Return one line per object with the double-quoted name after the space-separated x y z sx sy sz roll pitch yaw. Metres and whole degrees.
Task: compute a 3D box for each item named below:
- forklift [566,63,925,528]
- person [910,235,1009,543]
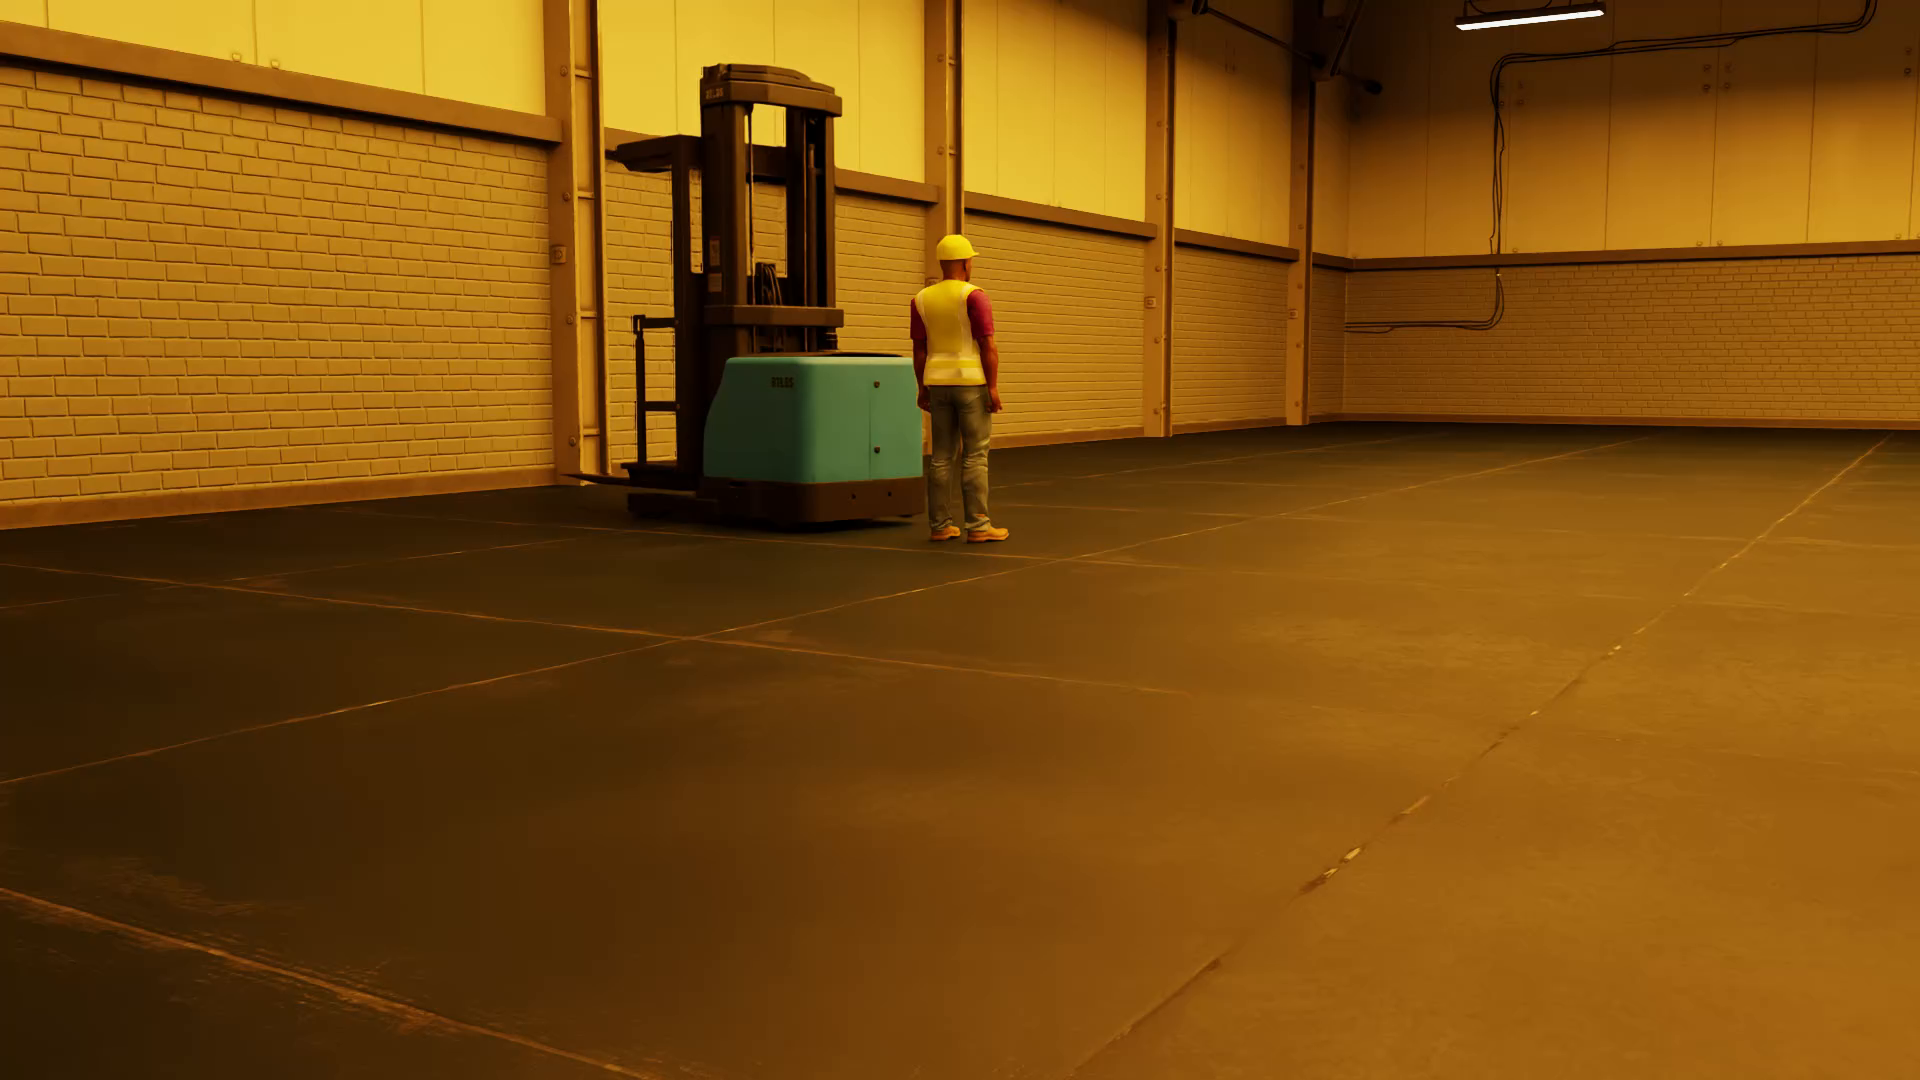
-1.618 -1.634 11.330 1.130 2.935 3.031 -6 8 -44 "forklift"
-0.003 -0.878 9.683 0.556 1.770 0.395 4 7 31 "person"
